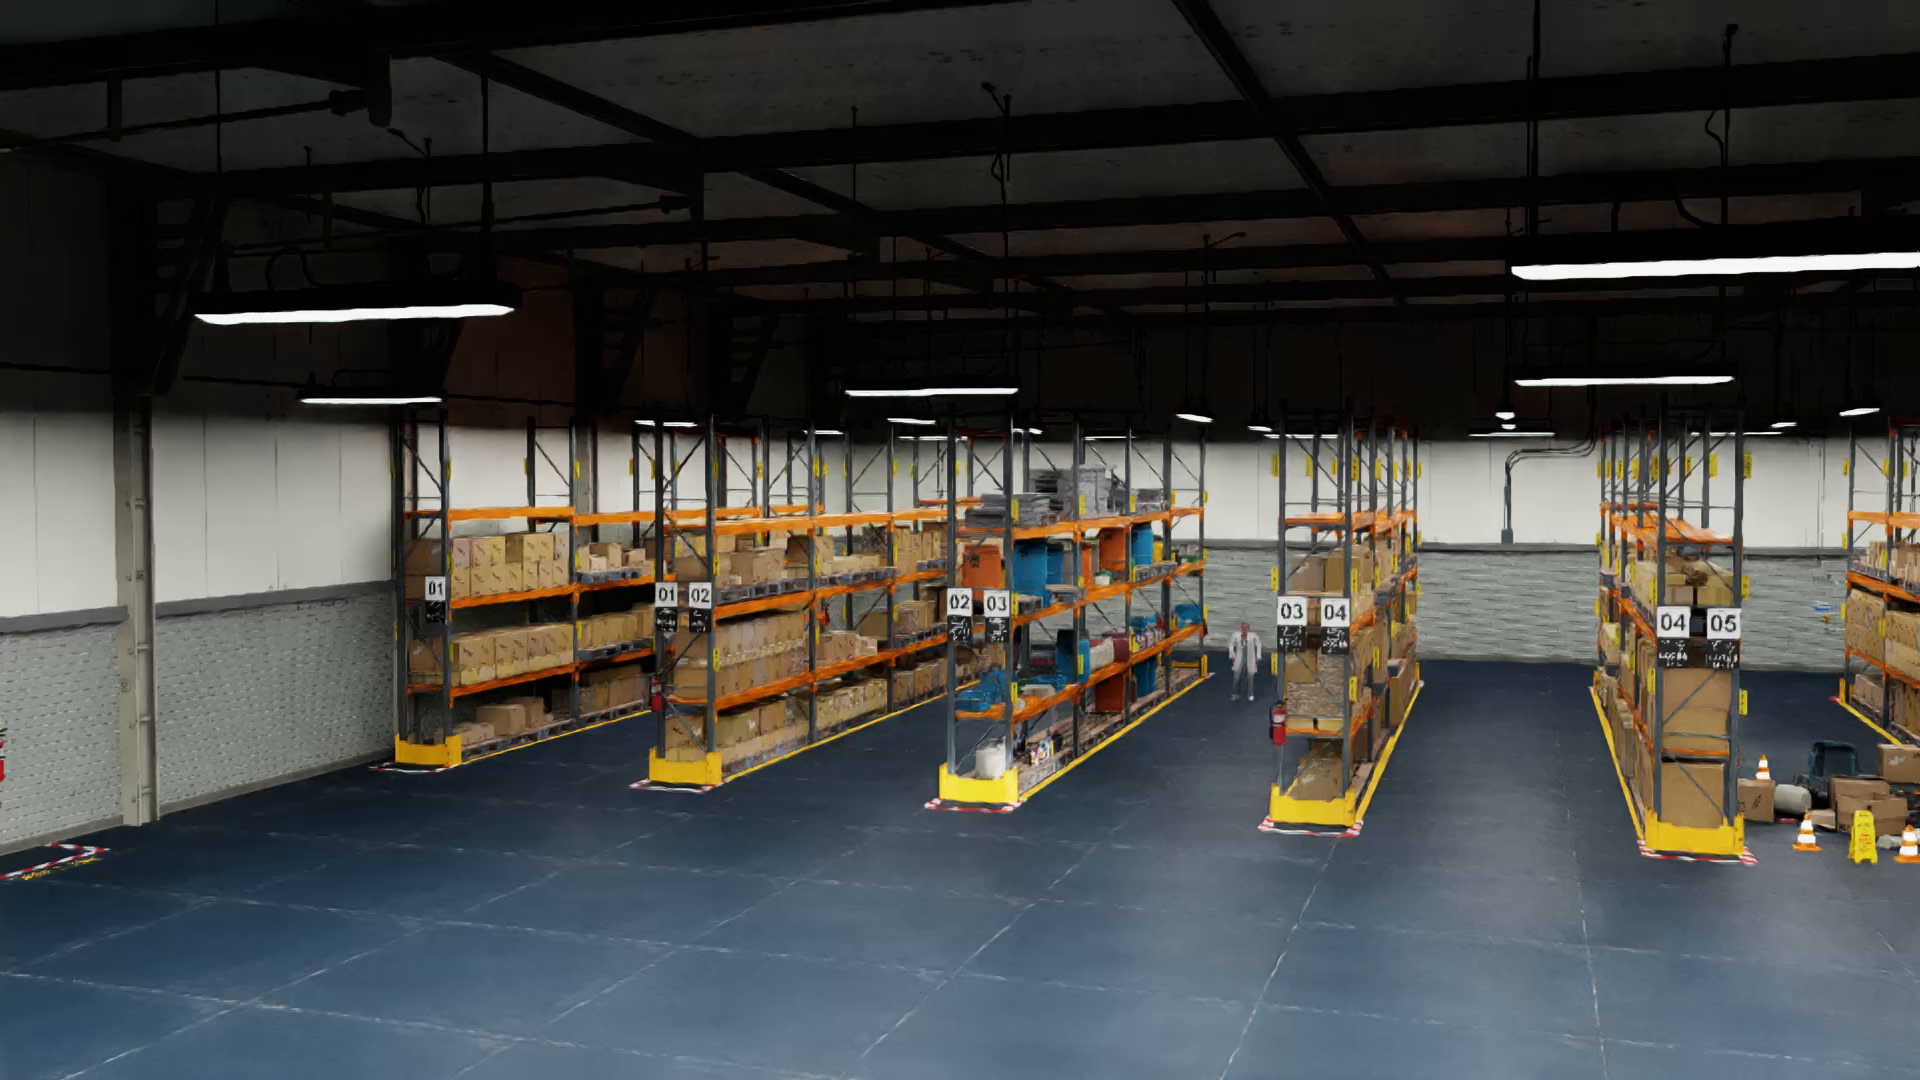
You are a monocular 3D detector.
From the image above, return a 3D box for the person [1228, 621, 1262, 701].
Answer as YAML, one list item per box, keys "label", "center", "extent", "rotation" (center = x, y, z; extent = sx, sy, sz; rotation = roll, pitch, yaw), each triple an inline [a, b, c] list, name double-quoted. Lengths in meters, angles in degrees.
- label: "person"
  center: [6.145, 2.602, 35.883]
  extent: [0.729, 1.733, 0.546]
  rotation: [1, 3, 17]

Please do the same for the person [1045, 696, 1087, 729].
- label: "person"
  center: [2.039, 2.818, 31.686]
  extent: [0.519, 1.635, 0.947]
  rotation: [2, 3, 39]

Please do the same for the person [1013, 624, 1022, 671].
- label: "person"
  center: [1.285, 2.450, 39.165]
  extent: [0.382, 1.721, 0.604]
  rotation: [1, 3, 13]
